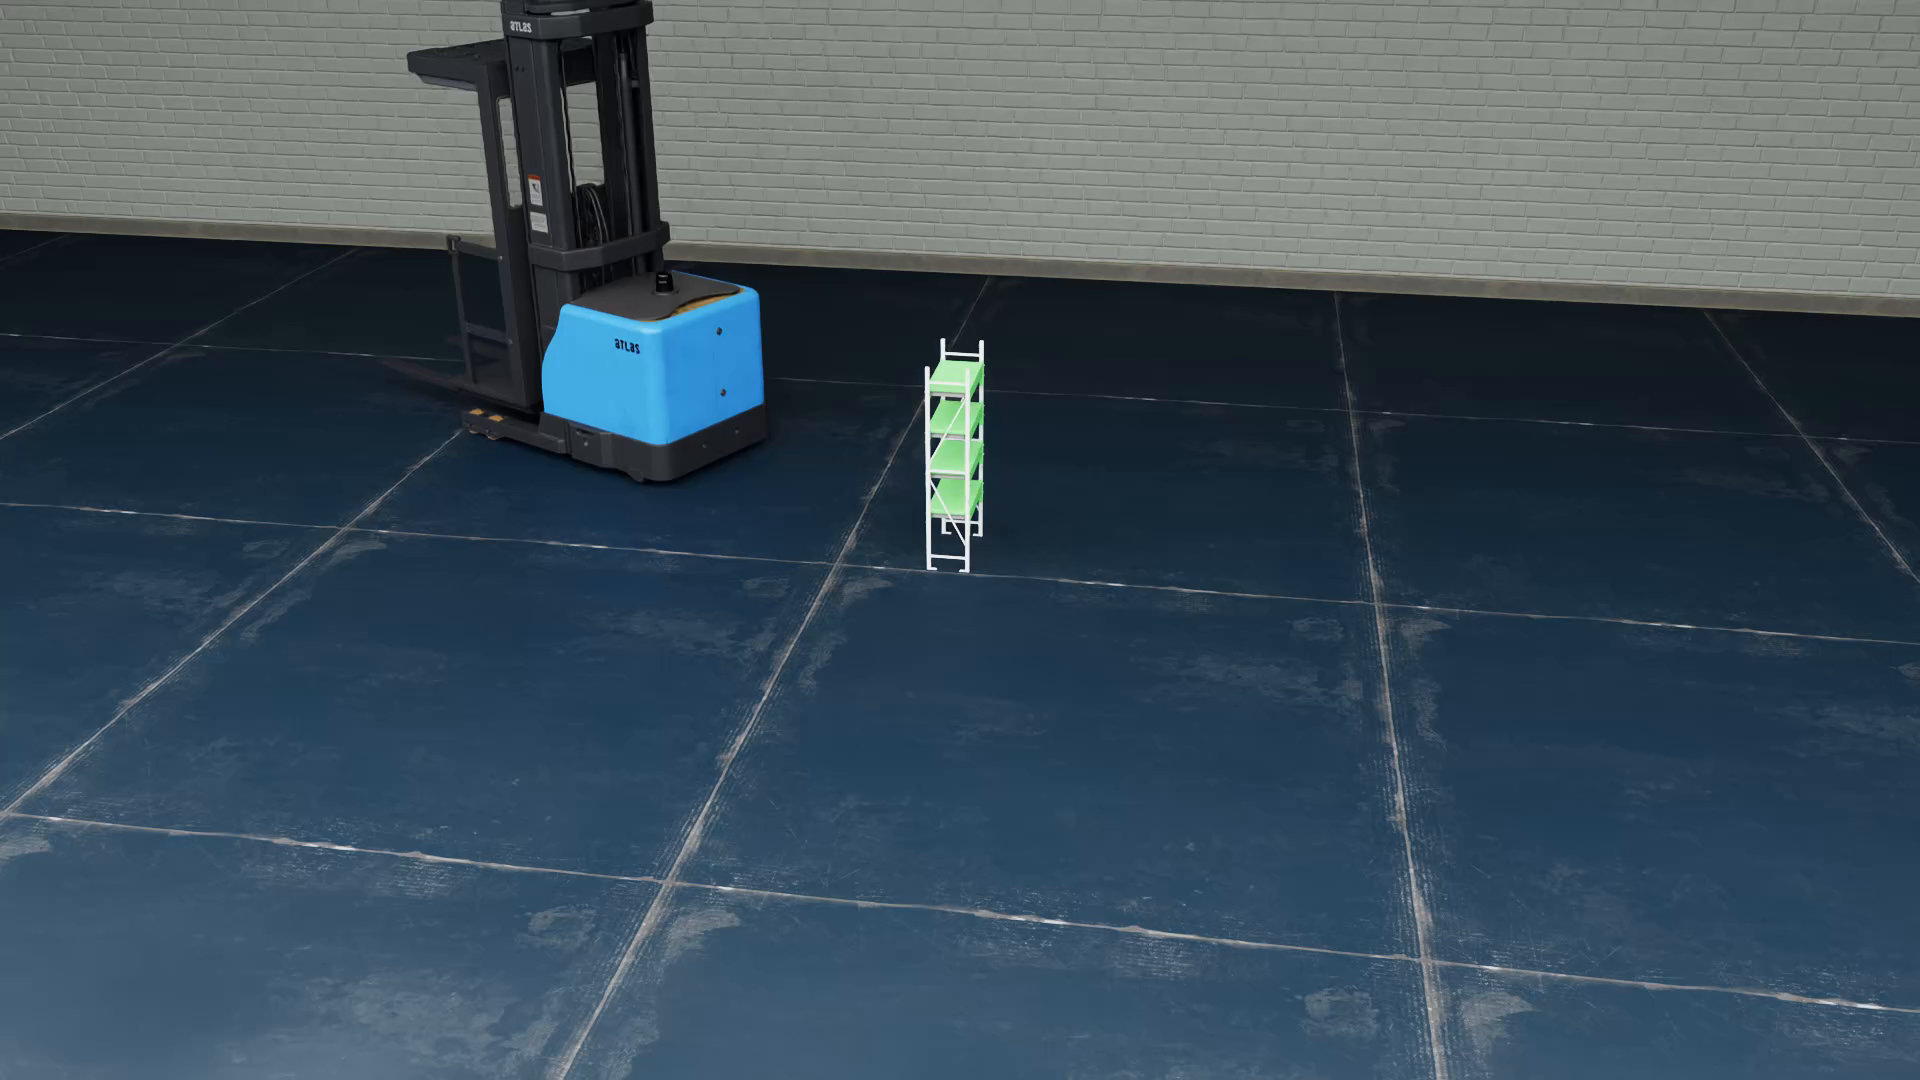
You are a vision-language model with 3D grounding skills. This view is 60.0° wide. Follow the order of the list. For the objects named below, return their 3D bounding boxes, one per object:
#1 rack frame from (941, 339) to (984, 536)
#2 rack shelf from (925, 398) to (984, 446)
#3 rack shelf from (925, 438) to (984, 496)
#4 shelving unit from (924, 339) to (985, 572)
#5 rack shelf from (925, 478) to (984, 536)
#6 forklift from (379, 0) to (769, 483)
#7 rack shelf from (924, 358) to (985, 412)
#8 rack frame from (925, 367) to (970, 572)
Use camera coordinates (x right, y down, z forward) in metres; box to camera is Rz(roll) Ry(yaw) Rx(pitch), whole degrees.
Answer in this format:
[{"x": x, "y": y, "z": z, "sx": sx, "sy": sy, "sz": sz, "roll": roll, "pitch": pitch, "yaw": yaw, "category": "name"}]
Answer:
[{"x": 0.013, "y": -0.576, "z": 9.566, "sx": 0.240, "sy": 1.200, "sz": 0.015, "roll": 4, "pitch": 25, "yaw": 9, "category": "rack frame"}, {"x": -0.027, "y": -0.634, "z": 9.273, "sx": 0.258, "sy": 0.148, "sz": 0.480, "roll": 4, "pitch": 25, "yaw": 9, "category": "rack shelf"}, {"x": -0.027, "y": -0.416, "z": 9.375, "sx": 0.258, "sy": 0.148, "sz": 0.480, "roll": 4, "pitch": 25, "yaw": 9, "category": "rack shelf"}, {"x": -0.027, "y": -0.474, "z": 9.348, "sx": 0.258, "sy": 1.200, "sz": 0.503, "roll": 4, "pitch": 25, "yaw": 9, "category": "shelving unit"}, {"x": -0.027, "y": -0.199, "z": 9.477, "sx": 0.258, "sy": 0.148, "sz": 0.480, "roll": 4, "pitch": 25, "yaw": 9, "category": "rack shelf"}, {"x": -2.768, "y": -2.162, "z": 10.912, "sx": 3.031, "sy": 2.935, "sz": 1.130, "roll": 17, "pitch": 30, "yaw": 32, "category": "forklift"}, {"x": -0.027, "y": -0.851, "z": 9.171, "sx": 0.258, "sy": 0.148, "sz": 0.480, "roll": 4, "pitch": 25, "yaw": 9, "category": "rack shelf"}, {"x": -0.067, "y": -0.372, "z": 9.130, "sx": 0.240, "sy": 1.200, "sz": 0.015, "roll": 4, "pitch": 25, "yaw": 9, "category": "rack frame"}]
